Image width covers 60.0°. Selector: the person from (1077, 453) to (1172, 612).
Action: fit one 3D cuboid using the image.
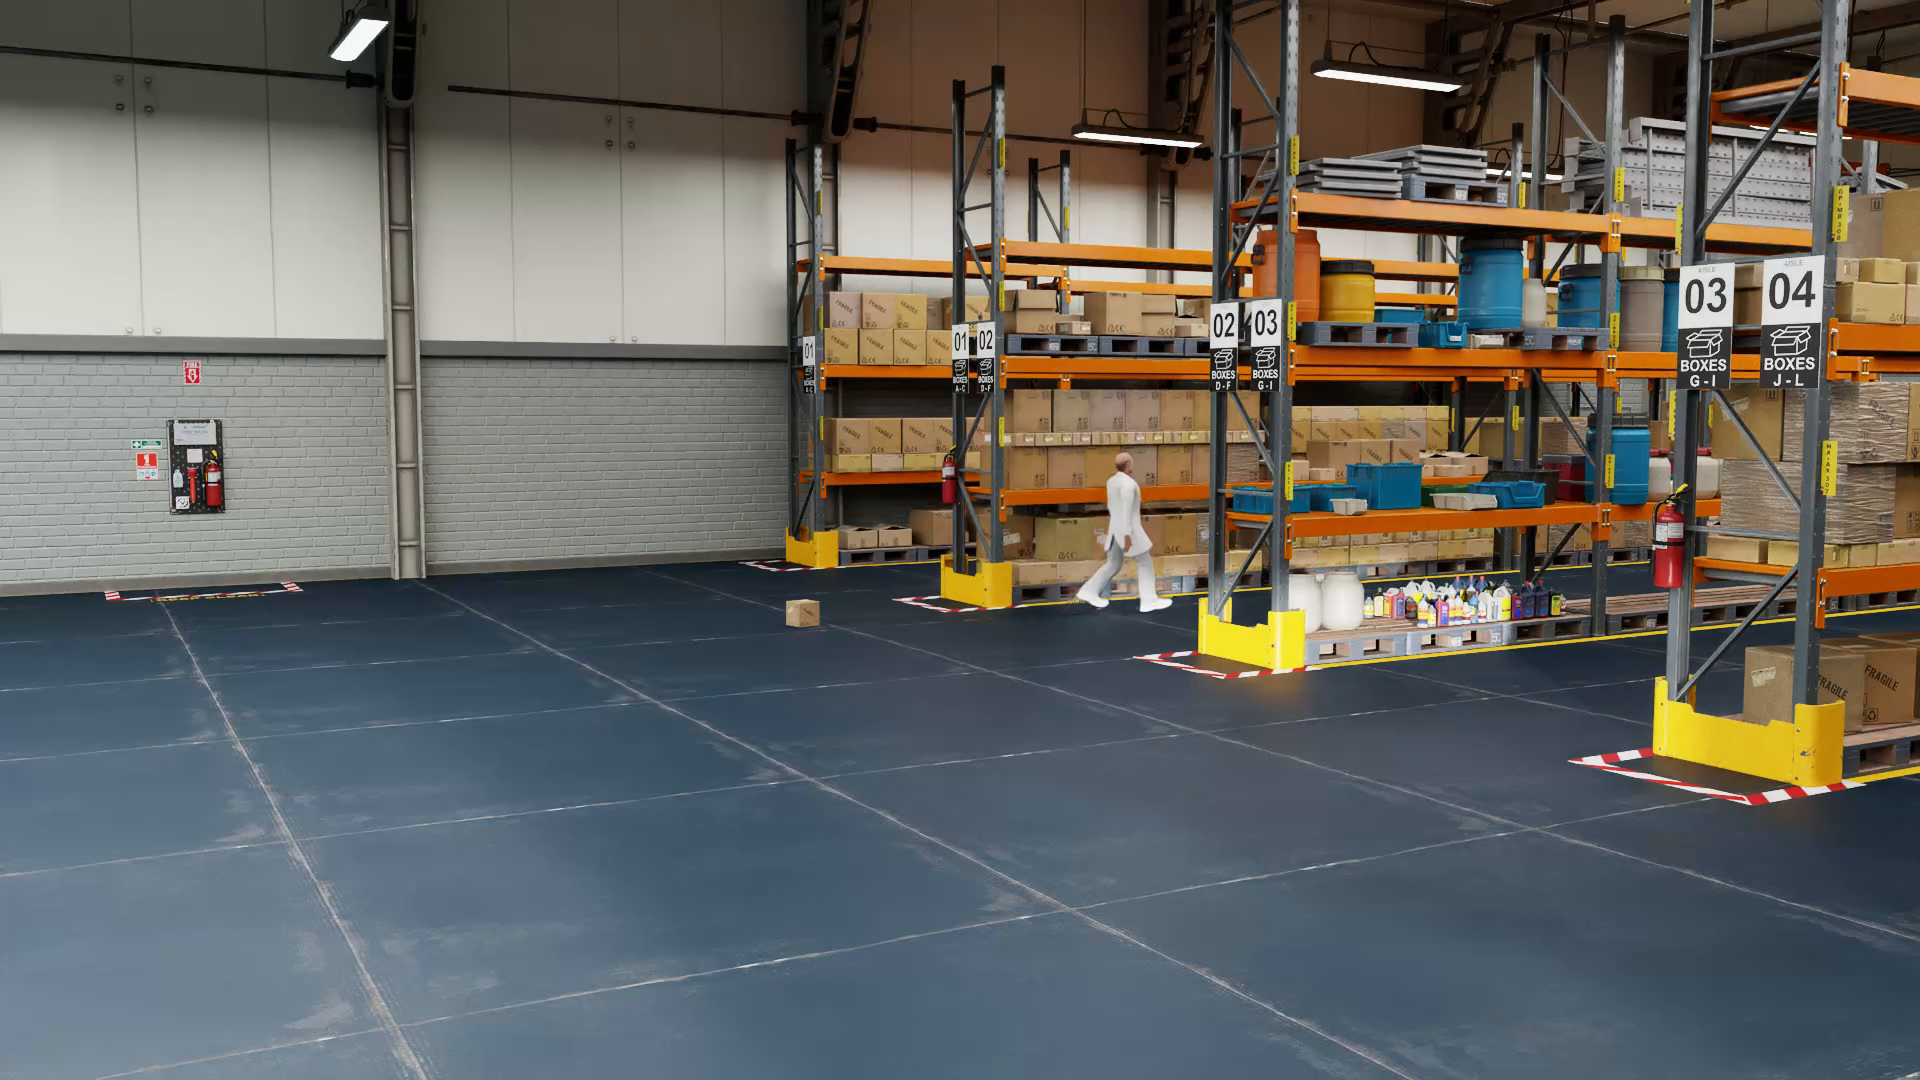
[{"bbox_3d":[1.787,-0.087,18.199,1.072,1.740,0.621,-2,5,-22],"label":"person"}]
